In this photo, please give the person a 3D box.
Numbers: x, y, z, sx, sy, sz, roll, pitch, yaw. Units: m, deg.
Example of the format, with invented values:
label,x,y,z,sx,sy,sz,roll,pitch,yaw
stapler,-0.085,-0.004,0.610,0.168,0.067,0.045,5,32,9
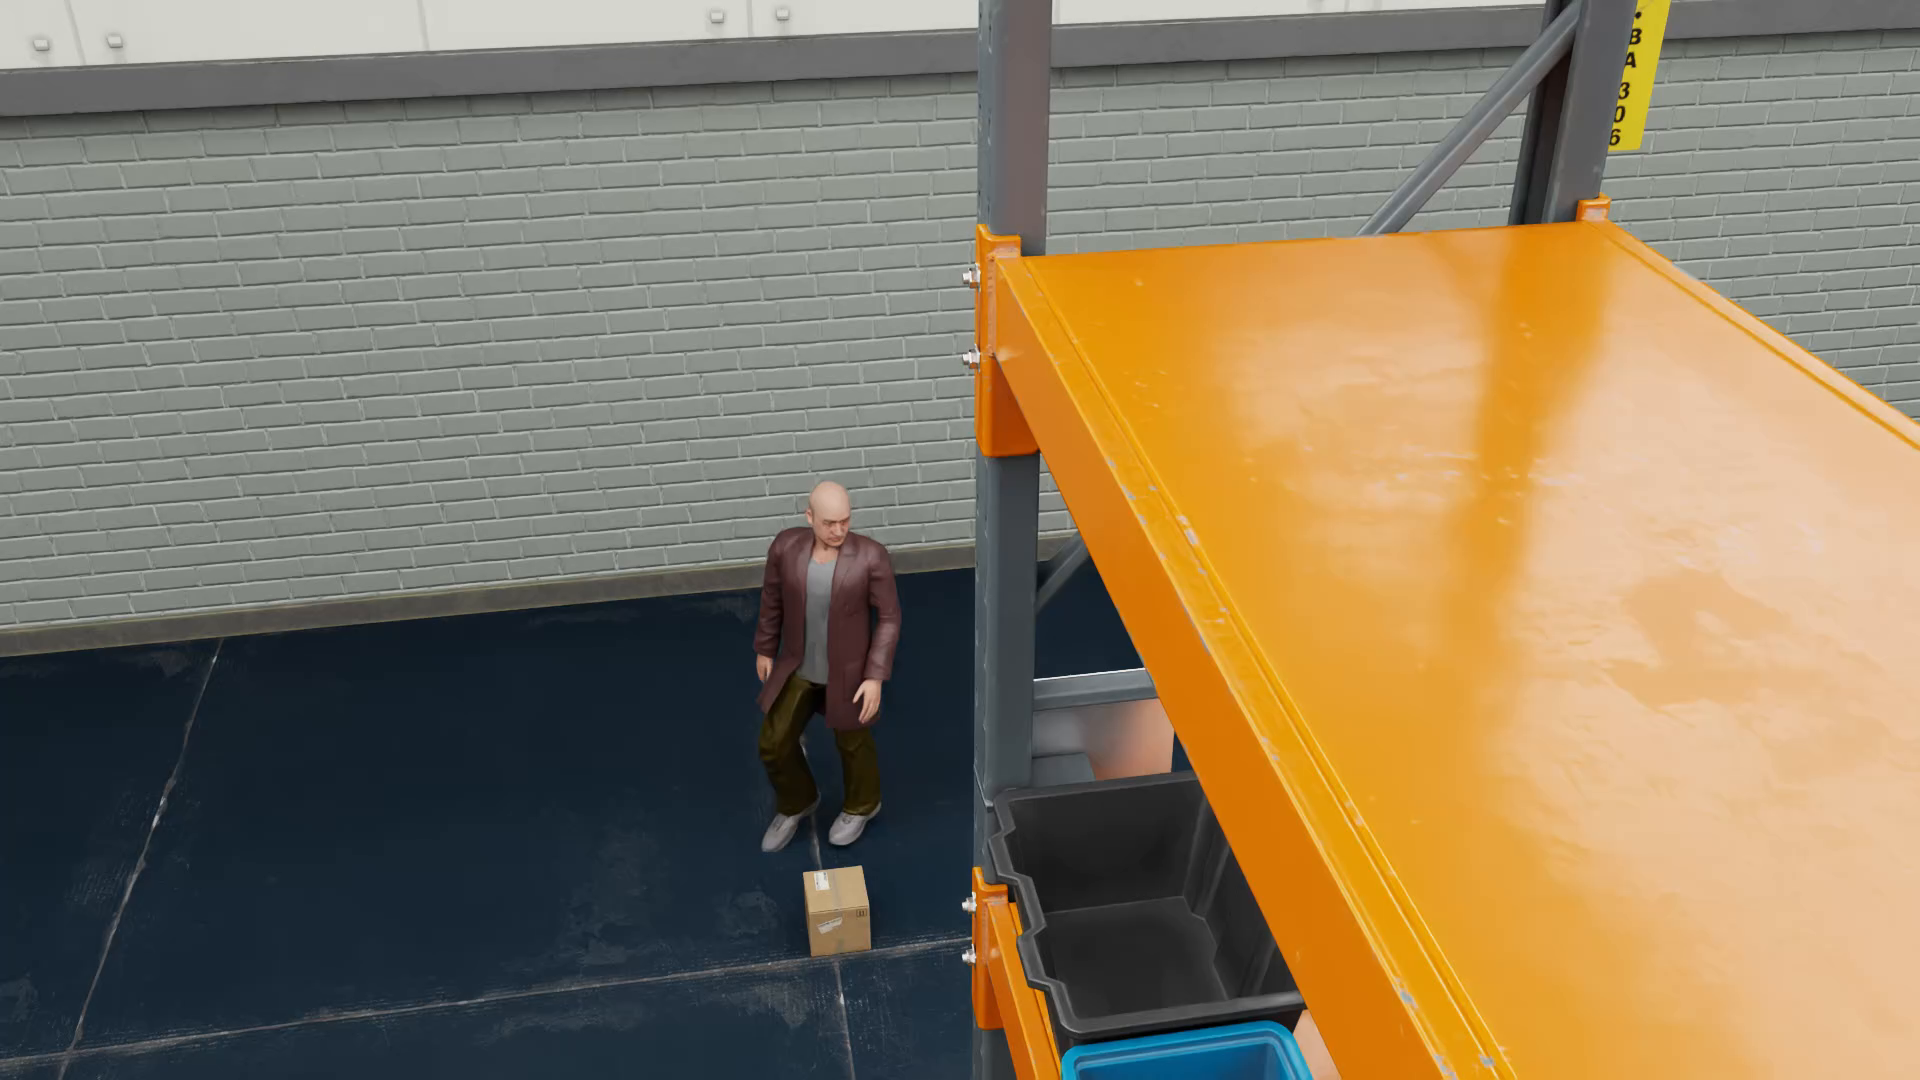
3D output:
label,x,y,z,sx,sy,sz,roll,pitch,yaw
person,-0.592,0.570,7.175,0.677,1.805,0.486,10,32,17
